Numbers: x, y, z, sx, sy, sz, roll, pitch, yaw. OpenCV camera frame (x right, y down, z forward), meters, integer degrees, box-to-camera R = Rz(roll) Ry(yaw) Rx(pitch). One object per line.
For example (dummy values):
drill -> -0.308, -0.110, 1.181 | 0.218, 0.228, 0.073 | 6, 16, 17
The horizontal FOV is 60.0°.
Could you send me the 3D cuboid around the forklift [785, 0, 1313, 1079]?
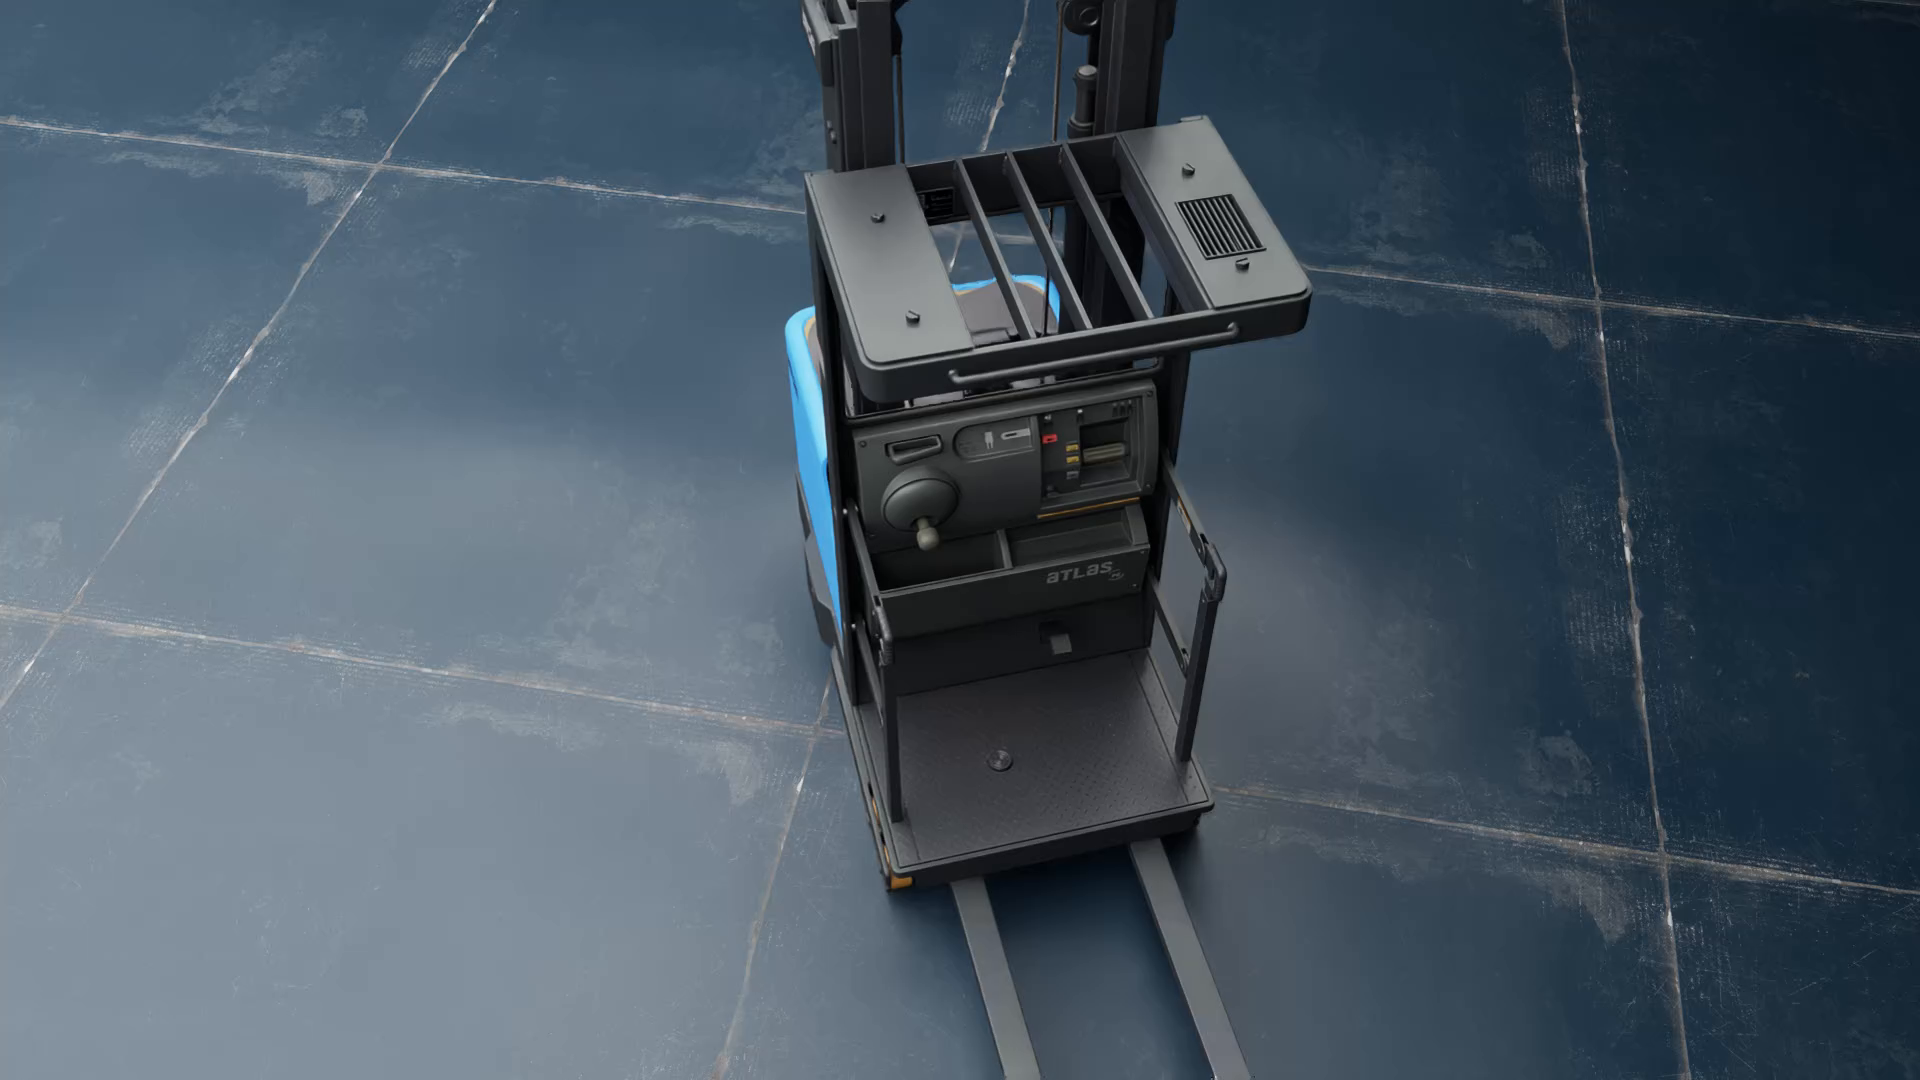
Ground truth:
forklift -> 0.203, -0.119, 4.859 | 1.130, 2.935, 3.031 | -11, 49, -9
